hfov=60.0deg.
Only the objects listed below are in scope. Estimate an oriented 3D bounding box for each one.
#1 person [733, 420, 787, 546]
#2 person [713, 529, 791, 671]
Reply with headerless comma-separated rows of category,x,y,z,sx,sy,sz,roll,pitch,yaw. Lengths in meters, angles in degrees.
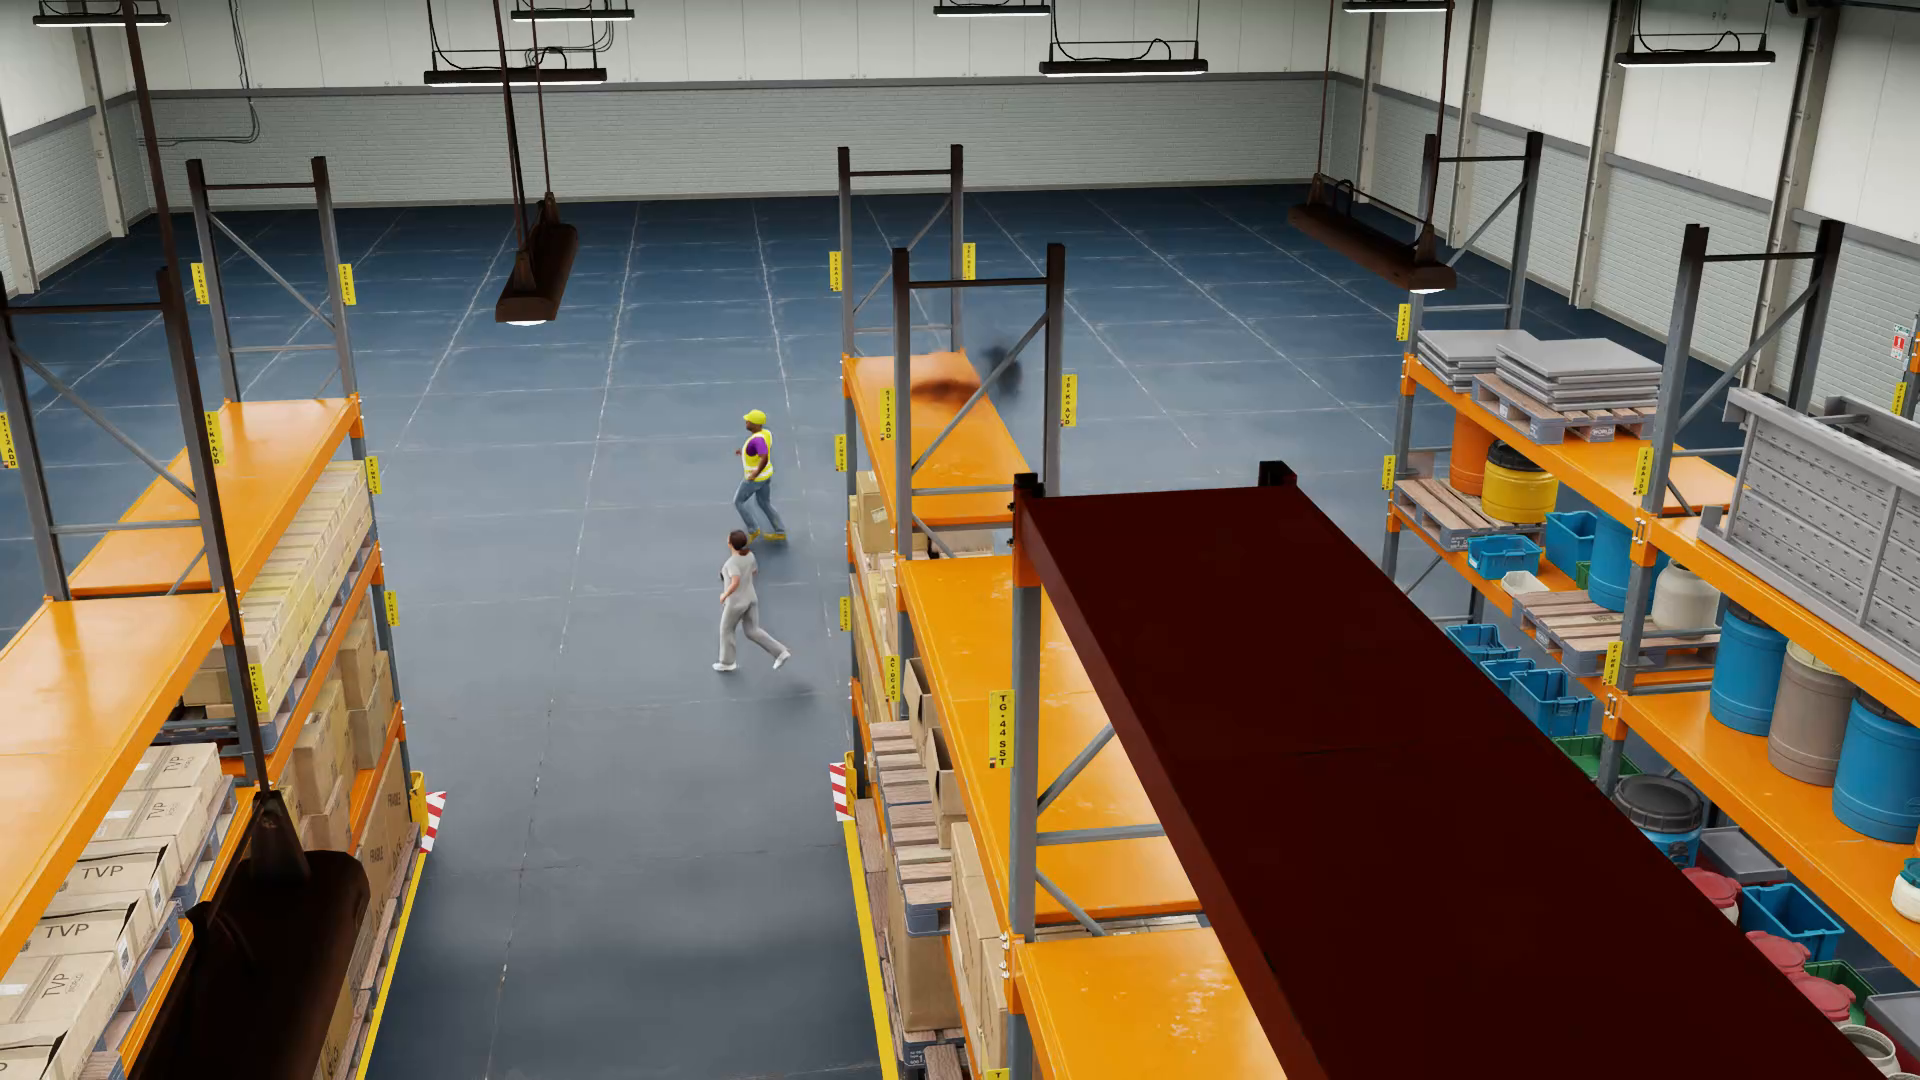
person,-2.597,-0.727,21.293,0.738,1.677,0.671,7,23,16
person,-2.281,0.696,17.635,0.950,1.675,0.577,13,25,29
